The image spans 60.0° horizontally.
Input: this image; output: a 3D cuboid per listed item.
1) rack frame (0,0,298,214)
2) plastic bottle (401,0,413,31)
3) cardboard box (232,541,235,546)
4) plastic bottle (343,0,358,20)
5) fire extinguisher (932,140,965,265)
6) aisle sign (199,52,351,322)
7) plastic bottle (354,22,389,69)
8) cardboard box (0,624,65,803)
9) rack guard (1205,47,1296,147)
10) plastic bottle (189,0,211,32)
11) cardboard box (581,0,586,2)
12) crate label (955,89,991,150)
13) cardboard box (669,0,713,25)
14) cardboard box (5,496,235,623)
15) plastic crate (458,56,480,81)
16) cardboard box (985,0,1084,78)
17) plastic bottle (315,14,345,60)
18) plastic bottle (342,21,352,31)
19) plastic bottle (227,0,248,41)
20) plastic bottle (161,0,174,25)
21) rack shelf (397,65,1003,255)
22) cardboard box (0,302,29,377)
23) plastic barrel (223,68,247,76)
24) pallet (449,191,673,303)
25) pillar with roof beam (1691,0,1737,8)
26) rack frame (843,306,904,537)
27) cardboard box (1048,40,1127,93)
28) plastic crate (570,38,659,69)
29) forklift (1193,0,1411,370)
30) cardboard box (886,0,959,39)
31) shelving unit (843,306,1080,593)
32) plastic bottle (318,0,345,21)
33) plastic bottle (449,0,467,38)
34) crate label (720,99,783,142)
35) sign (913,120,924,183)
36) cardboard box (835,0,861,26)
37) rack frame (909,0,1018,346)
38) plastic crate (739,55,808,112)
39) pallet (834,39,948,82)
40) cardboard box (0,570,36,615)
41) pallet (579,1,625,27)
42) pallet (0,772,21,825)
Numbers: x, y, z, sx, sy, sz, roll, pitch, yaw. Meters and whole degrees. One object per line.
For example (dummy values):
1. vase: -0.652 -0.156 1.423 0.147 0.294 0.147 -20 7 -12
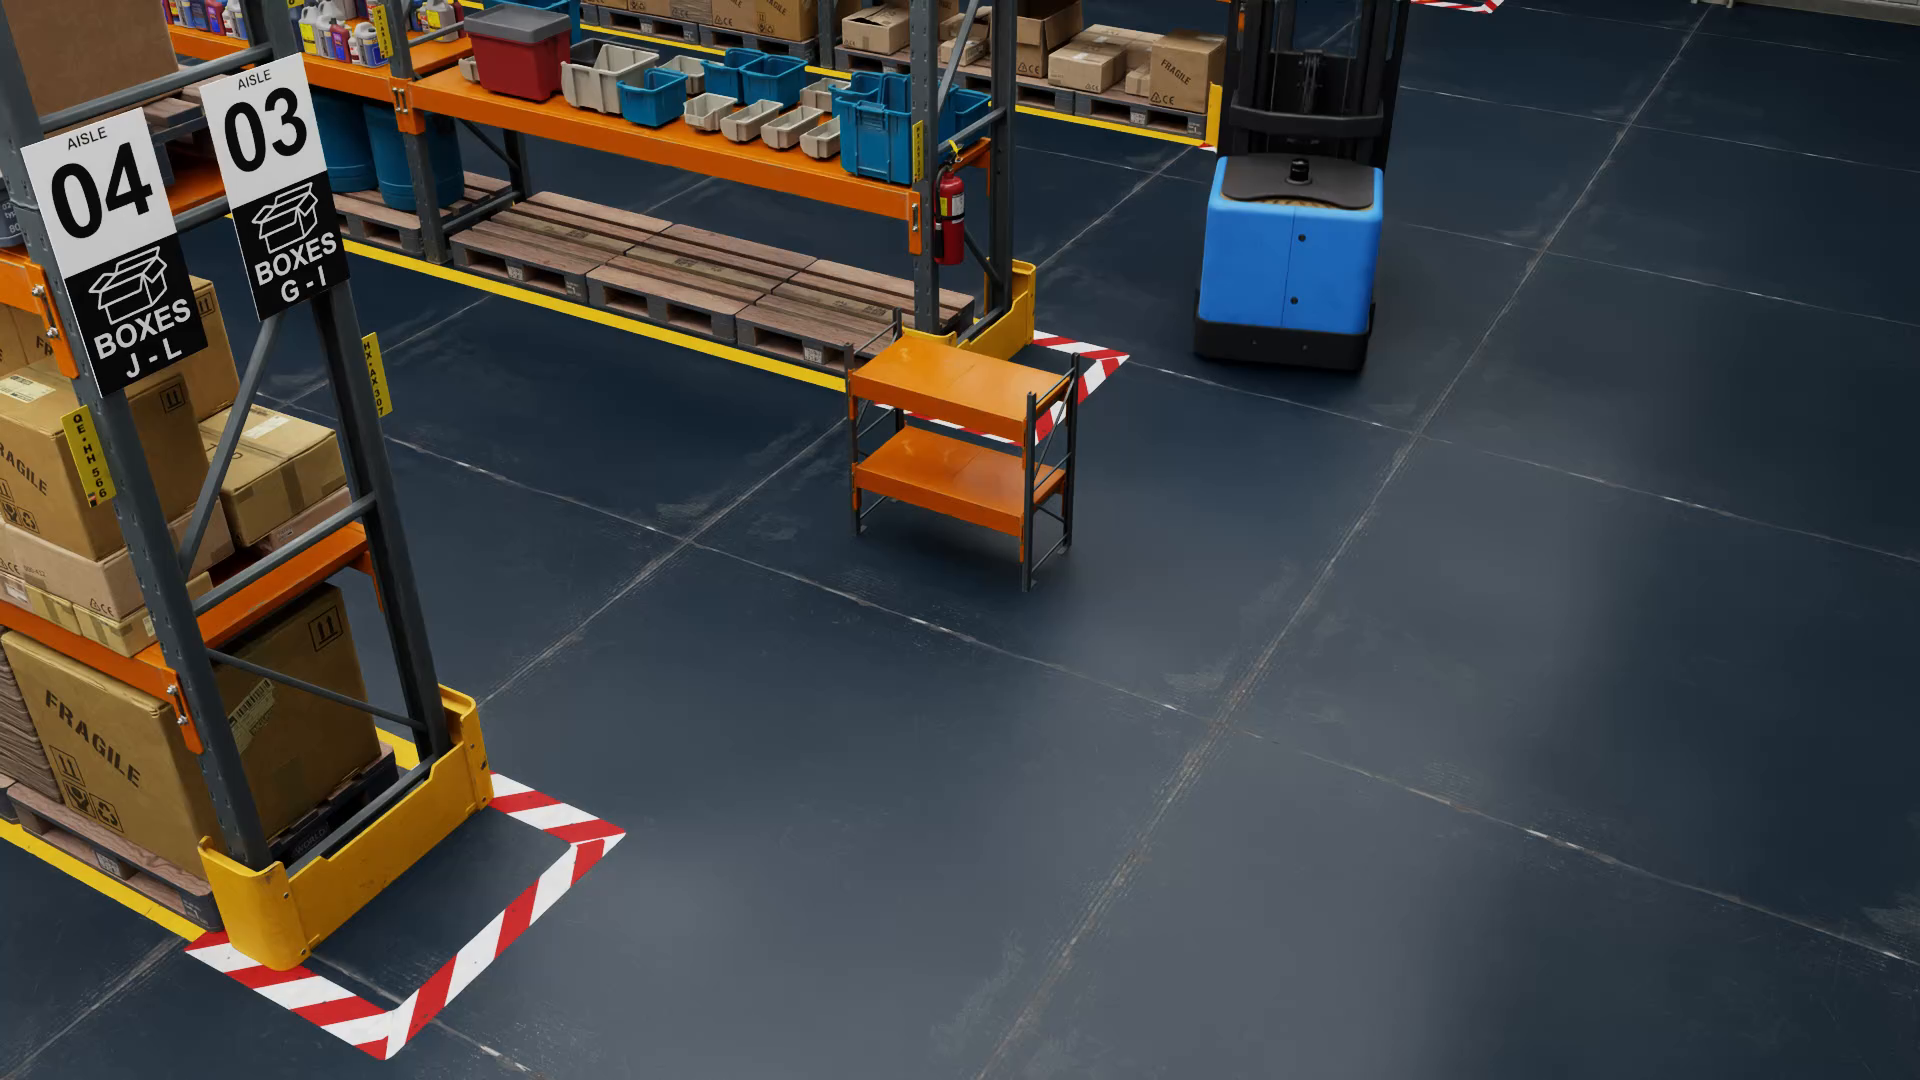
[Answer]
1. rack frame: -2.426 -2.434 4.286 0.127 3.000 1.000 18 37 24
2. plastic bottle: -3.972 -3.780 11.832 0.135 0.276 0.152 18 37 24
3. cardboard box: -2.794 -0.158 6.508 0.250 0.149 0.380 17 37 24
4. plastic bottle: -4.458 -3.934 12.063 0.135 0.276 0.152 18 37 24
5. fire extinguisher: -0.063 -1.872 9.262 0.183 0.674 0.296 18 37 24
6. aisle sign: -2.215 -1.143 5.415 0.004 0.787 0.394 18 37 24
7. plastic bottle: -3.944 -3.321 11.143 0.135 0.276 0.152 18 37 24
8. cardboard box: -3.812 0.385 7.003 0.875 0.875 0.875 18 37 24
9. rack guard: 2.427 -3.683 13.830 0.348 0.500 1.175 18 37 24
10. plastic bottle: -5.358 -3.798 11.791 0.185 0.351 0.144 18 37 24
11. cardboard box: -3.743 -5.641 16.374 0.500 0.500 0.500 16 37 23
12. crate label: -0.020 -2.502 9.897 0.303 0.233 0.416 18 37 24
13. cardboard box: -2.411 -5.221 15.743 0.500 0.500 0.500 18 38 25
14. cardboard box: -2.979 -0.004 5.916 0.500 0.250 0.500 17 37 24
15. plastic crate: -3.108 -3.139 10.941 0.243 0.136 0.396 18 37 24
16. cardboard box: 0.653 -4.433 14.556 0.637 0.503 0.797 18 37 24
17. plastic bottle: -4.261 -3.422 11.294 0.135 0.276 0.152 18 37 24
18. plastic bottle: -4.215 -3.456 11.413 0.097 0.201 0.097 0 34 0
19. plastic bottle: -5.017 -3.661 11.654 0.135 0.276 0.152 18 37 24
20. plastic bottle: -5.718 -3.857 11.942 0.133 0.283 0.061 18 37 24
21. rack shelf: -1.705 -2.571 10.553 4.000 0.370 1.077 18 37 24
22. cardboard box: -3.596 -0.849 6.509 0.500 0.500 0.500 17 37 23
23. plastic barrel: -5.501 -3.254 12.728 0.708 0.588 0.600 18 37 24
24. pallet: -2.784 -2.076 11.677 1.213 0.211 1.003 18 37 24
25. pillar with roof beam: 5.584 -7.187 11.423 0.400 9.000 9.100 18 37 24
26. rack frame: -0.435 -0.606 8.645 0.032 1.125 0.500 18 37 24
27. cardboard box: 1.088 -4.048 14.206 0.500 0.250 0.500 18 37 24
28. plastic crate: -2.336 -3.152 10.971 0.590 0.125 0.437 18 37 24
29. forklift: 2.266 -3.069 10.714 1.130 2.935 3.031 7 34 10
30. cardboard box: -0.345 -4.925 15.298 0.500 0.500 0.500 18 37 24
31. shelving unit: 0.006 -0.466 8.435 1.048 1.125 0.538 18 37 24
32. plastic bottle: -4.330 -3.564 11.441 0.185 0.351 0.144 18 37 24
33. plastic bottle: -3.548 -3.678 11.672 0.133 0.283 0.061 18 37 24
34. crate label: -1.265 -2.524 10.018 0.243 0.136 0.396 18 37 24
35. sign: -0.227 -2.119 9.078 0.005 0.325 0.100 18 37 24
36. cardboard box: -1.279 -5.196 15.704 0.500 0.500 0.500 16 37 22
37. rack frame: 0.031 -2.320 9.528 0.127 3.000 1.000 18 37 24
38. plastic crate: -1.163 -2.864 10.441 0.300 0.233 0.416 18 37 24
39. pallet: -0.385 -4.453 15.246 1.213 0.211 1.003 18 37 24
40. cardboard box: -3.344 0.088 6.138 0.250 0.149 0.380 18 38 25
41. pallet: -3.824 -5.519 16.847 1.213 0.211 1.003 18 37 24
42. pallet: -4.214 0.706 7.500 1.213 0.211 1.003 18 37 24
